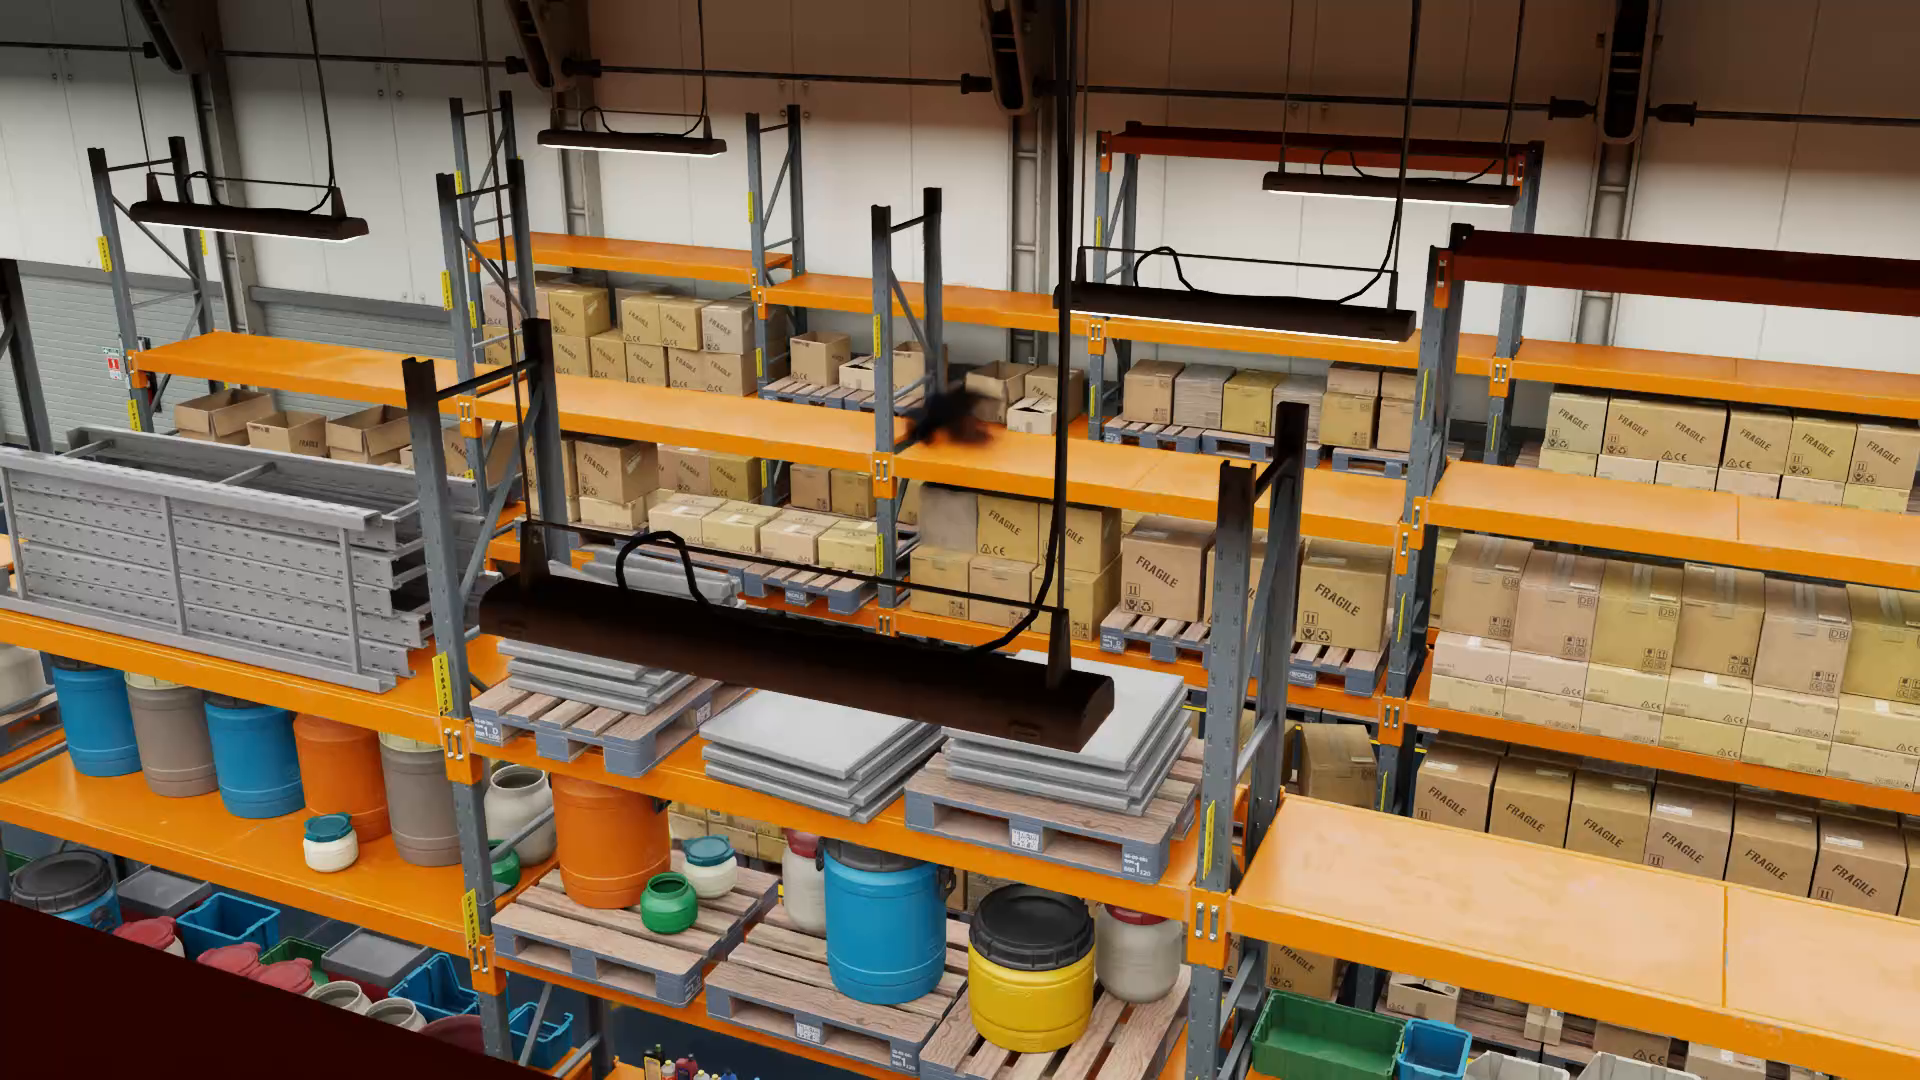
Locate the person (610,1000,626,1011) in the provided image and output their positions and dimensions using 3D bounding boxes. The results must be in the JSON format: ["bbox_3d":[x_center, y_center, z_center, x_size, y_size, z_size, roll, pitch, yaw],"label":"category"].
[{"bbox_3d":[-2.351,2.677,12.281,0.759,1.843,0.676,5,21,14],"label":"person"}]
